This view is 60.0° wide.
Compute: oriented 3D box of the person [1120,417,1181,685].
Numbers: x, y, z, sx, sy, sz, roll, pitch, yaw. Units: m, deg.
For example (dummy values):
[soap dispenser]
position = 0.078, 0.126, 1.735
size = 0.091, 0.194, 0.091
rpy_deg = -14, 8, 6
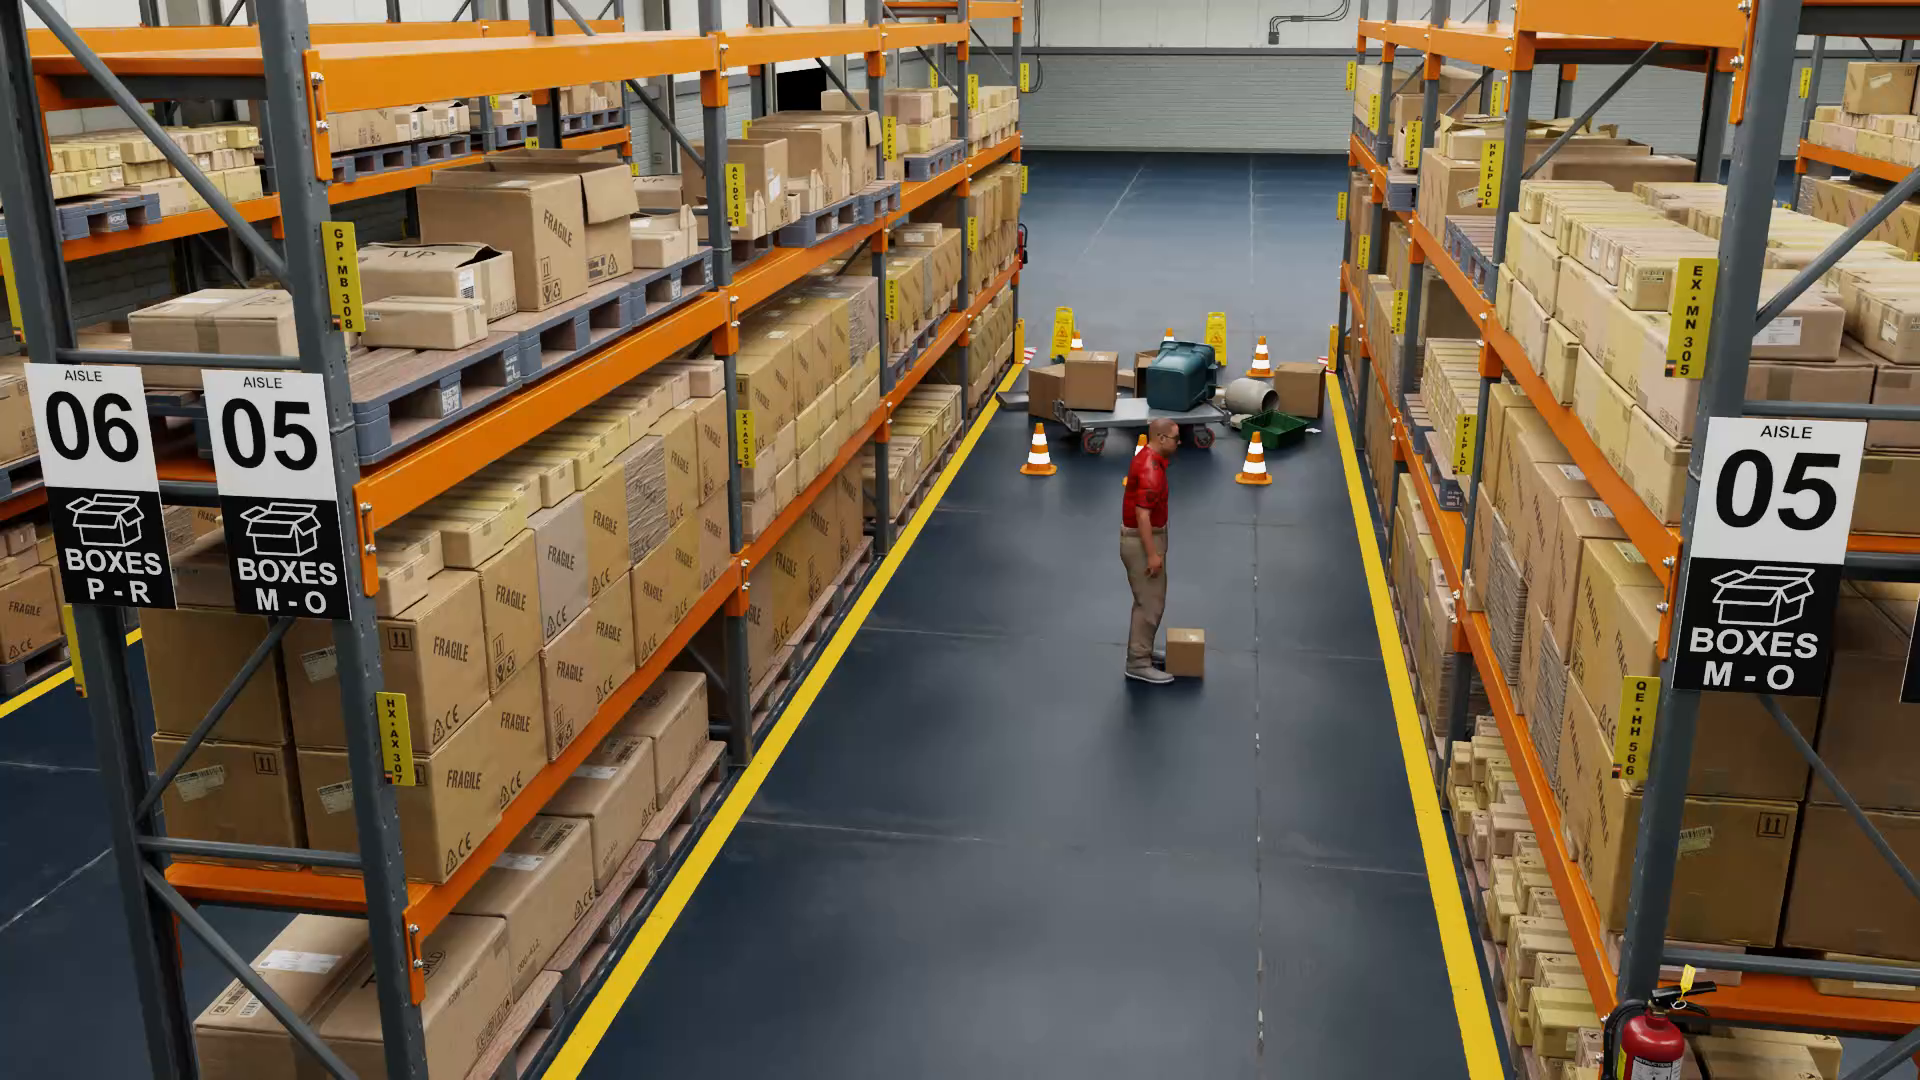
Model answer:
[person]
position = 1.250, 0.041, 10.950
size = 0.393, 1.725, 0.595
rpy_deg = 2, 18, 6
